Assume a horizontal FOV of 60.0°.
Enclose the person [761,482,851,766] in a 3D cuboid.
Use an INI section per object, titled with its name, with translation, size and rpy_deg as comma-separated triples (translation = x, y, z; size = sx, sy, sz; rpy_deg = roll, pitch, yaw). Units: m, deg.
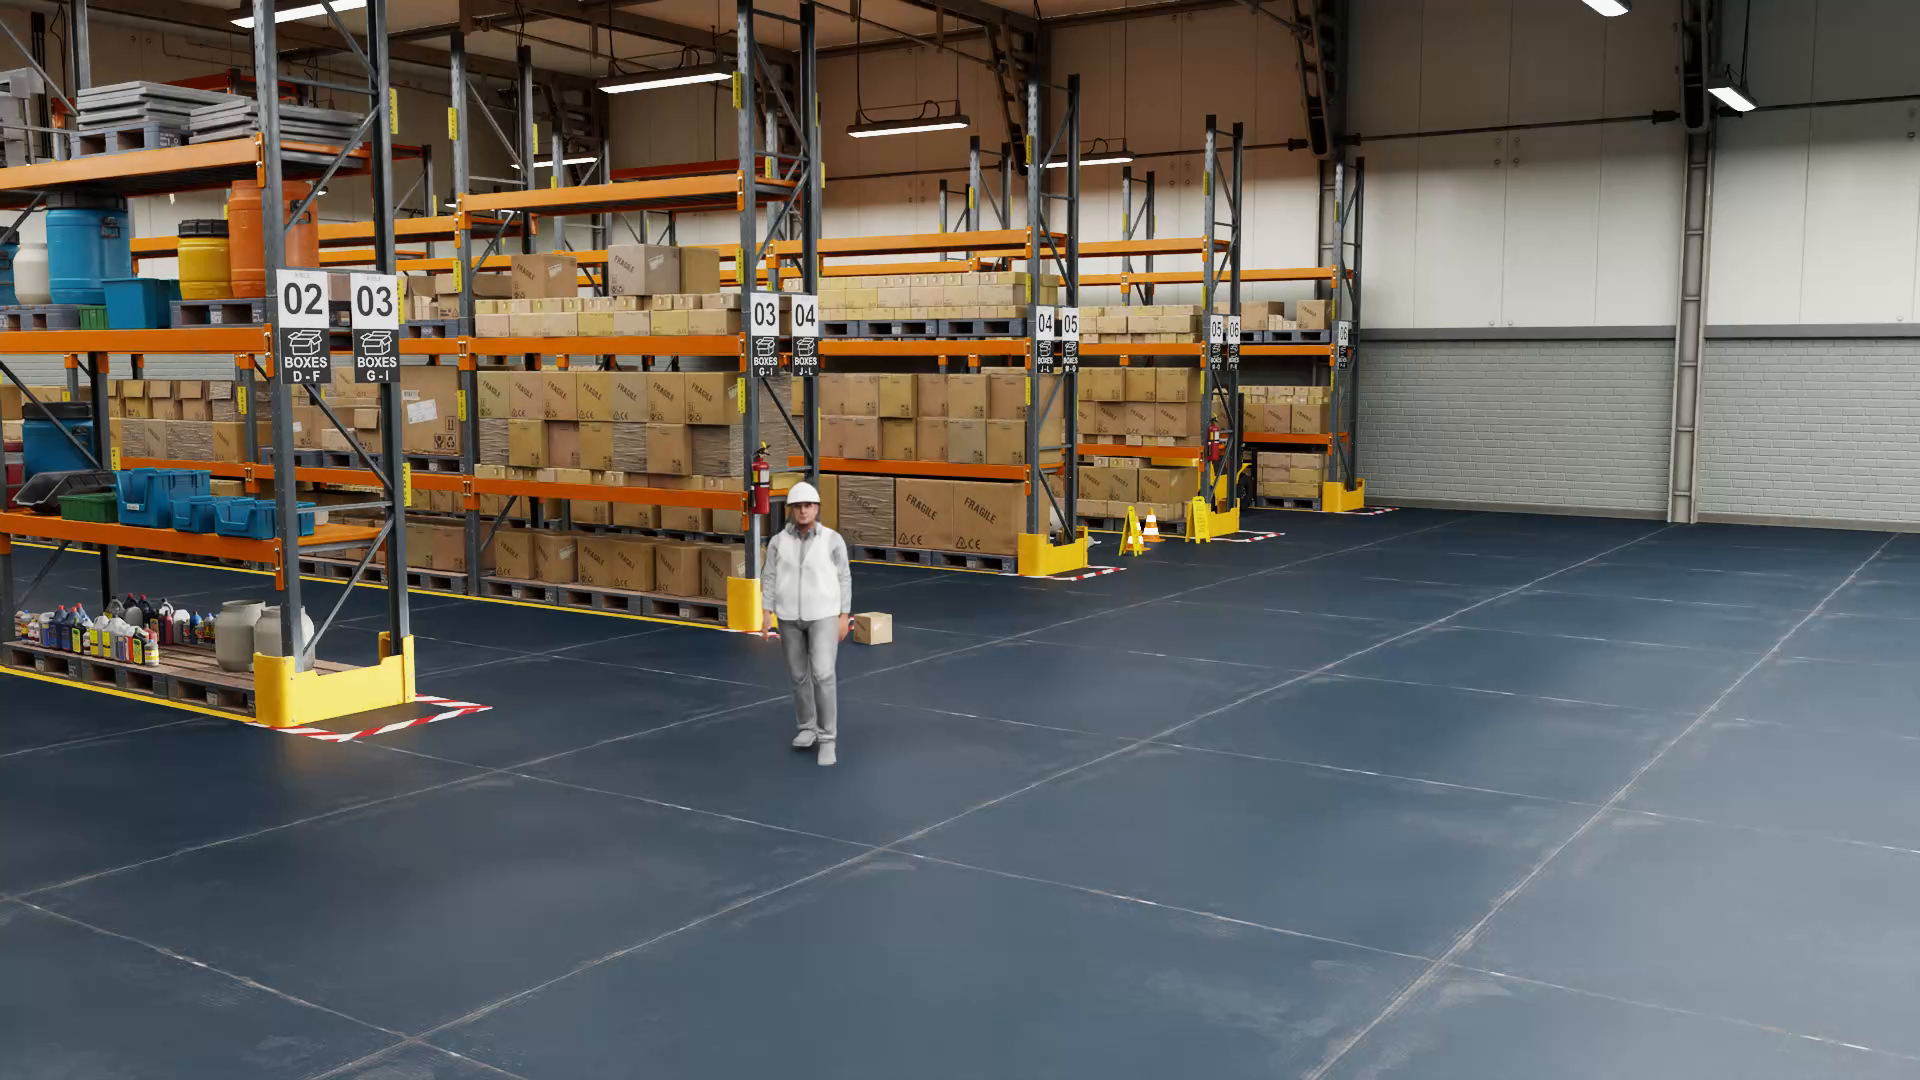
[person]
translation = -1.013, 0.541, 10.857
size = 0.561, 1.827, 0.628
rpy_deg = 1, 6, 10
